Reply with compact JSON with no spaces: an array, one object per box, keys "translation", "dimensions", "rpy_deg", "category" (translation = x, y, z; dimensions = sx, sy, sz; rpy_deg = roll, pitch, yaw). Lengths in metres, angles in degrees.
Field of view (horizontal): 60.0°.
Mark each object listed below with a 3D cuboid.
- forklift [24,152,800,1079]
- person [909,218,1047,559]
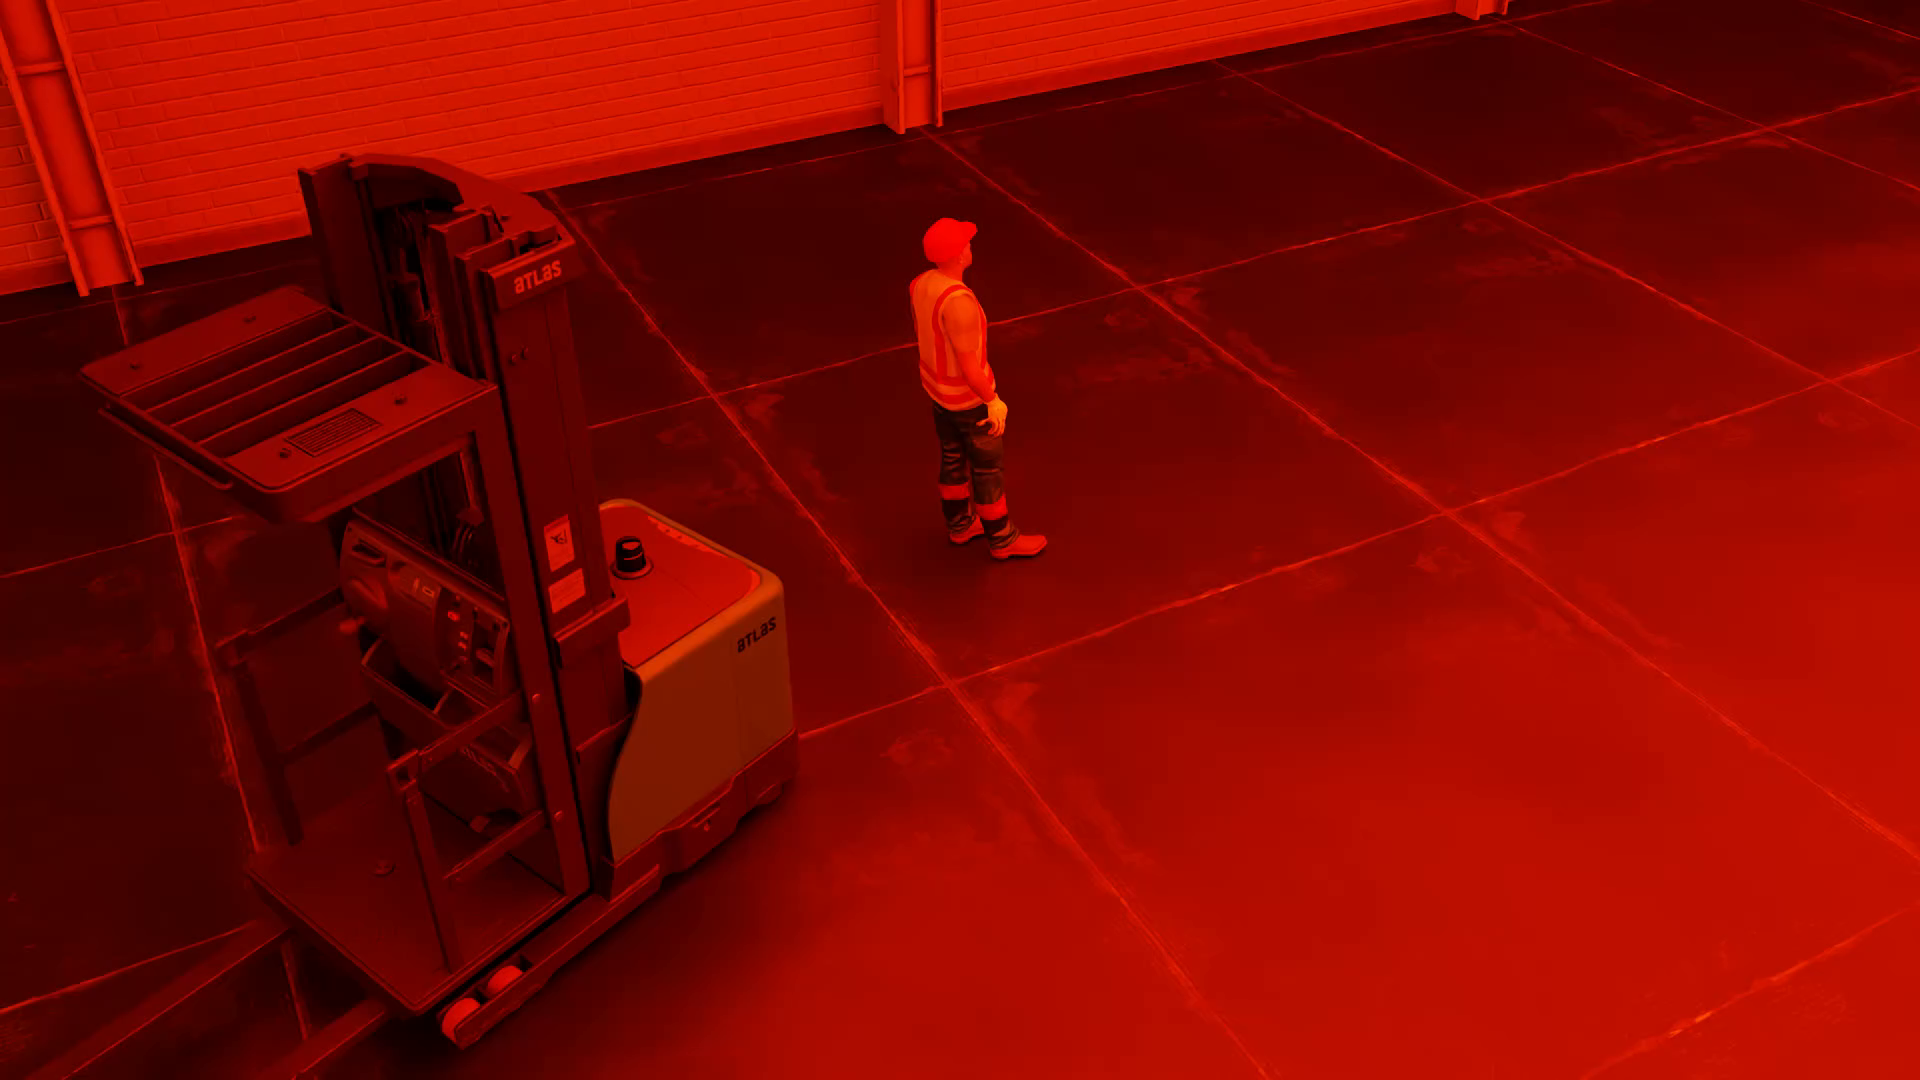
[{"translation":[-2.005,0.314,5.678],"dimensions":[1.130,2.935,3.031],"rpy_deg":[25,42,31],"category":"forklift"},{"translation":[0.076,-0.752,8.163],"dimensions":[0.564,1.787,0.637],"rpy_deg":[-17,39,-23],"category":"person"}]
